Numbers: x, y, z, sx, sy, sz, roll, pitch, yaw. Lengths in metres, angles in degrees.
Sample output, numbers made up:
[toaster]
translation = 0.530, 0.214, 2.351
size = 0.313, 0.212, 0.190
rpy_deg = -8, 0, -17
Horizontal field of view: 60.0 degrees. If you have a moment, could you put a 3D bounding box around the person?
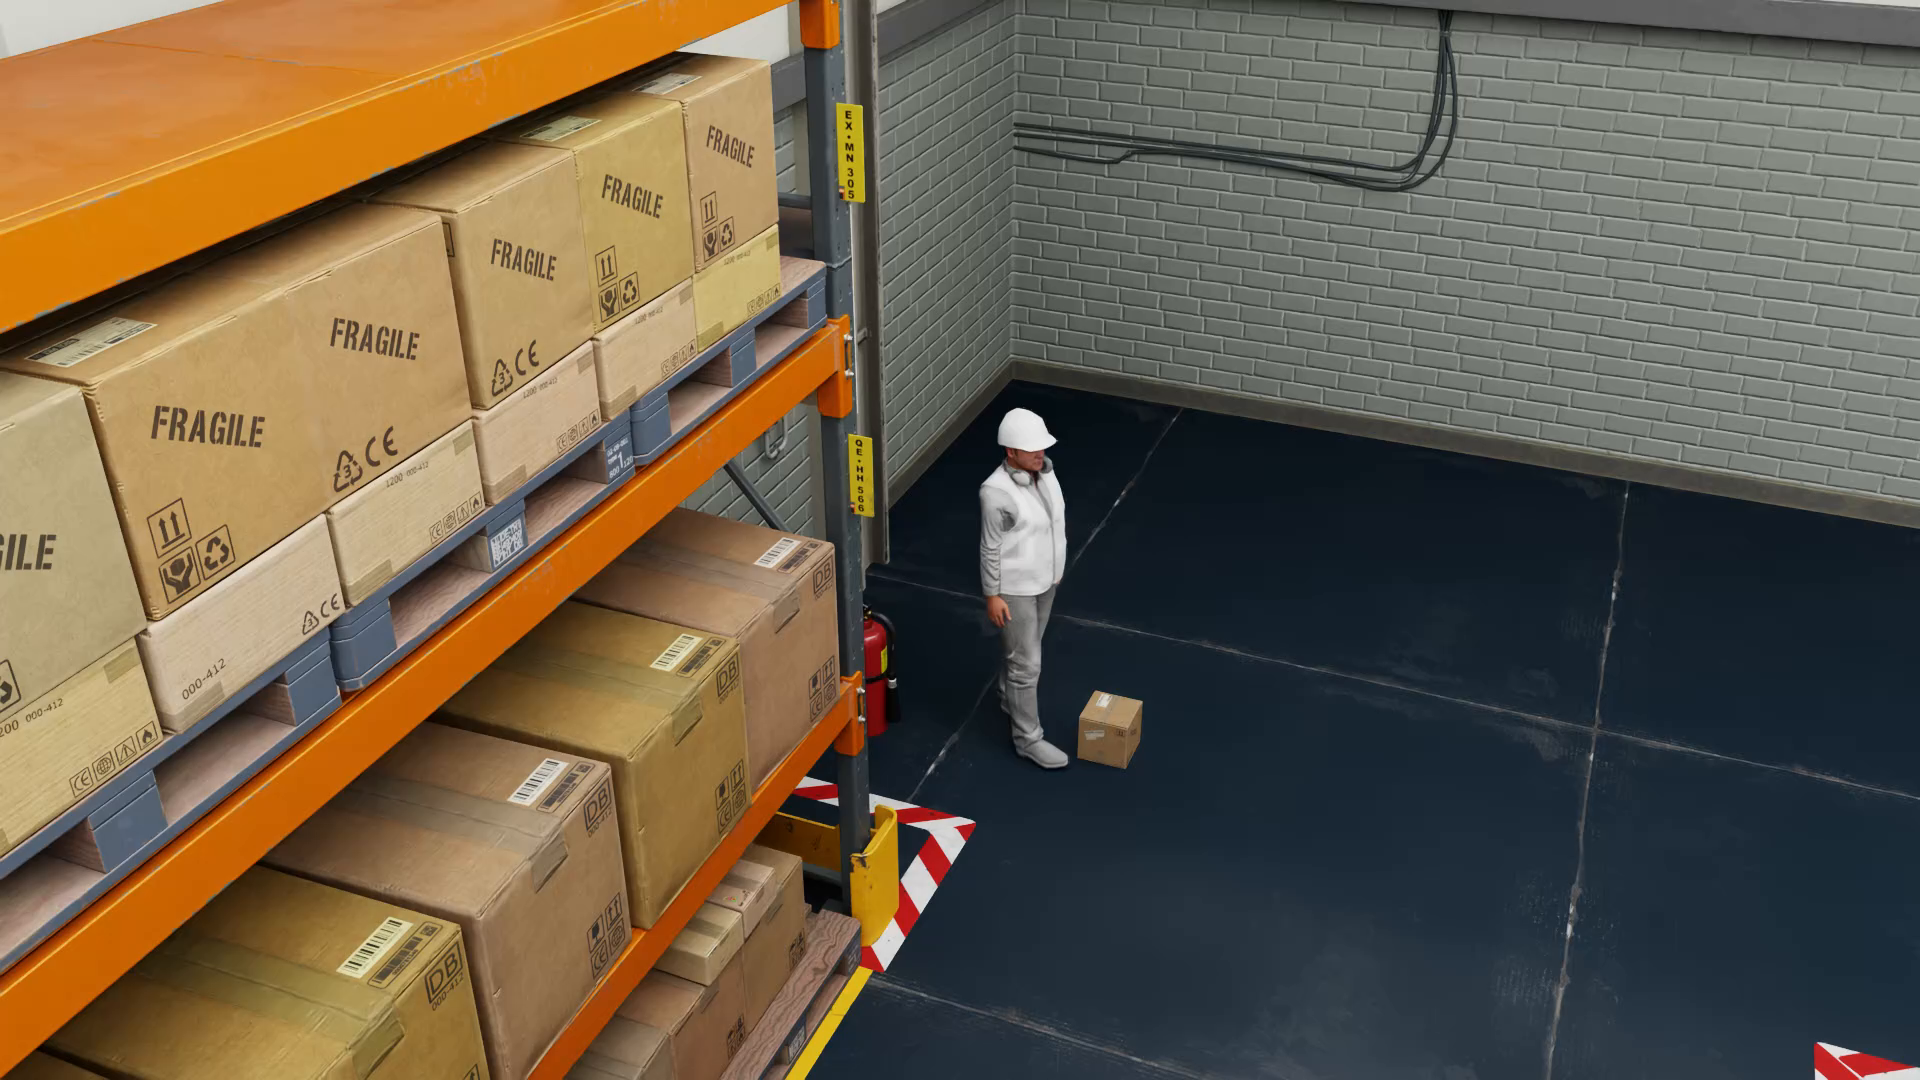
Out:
[person]
translation = 0.379, 0.207, 8.000
size = 0.600, 1.769, 0.546
rpy_deg = 20, 35, 31
